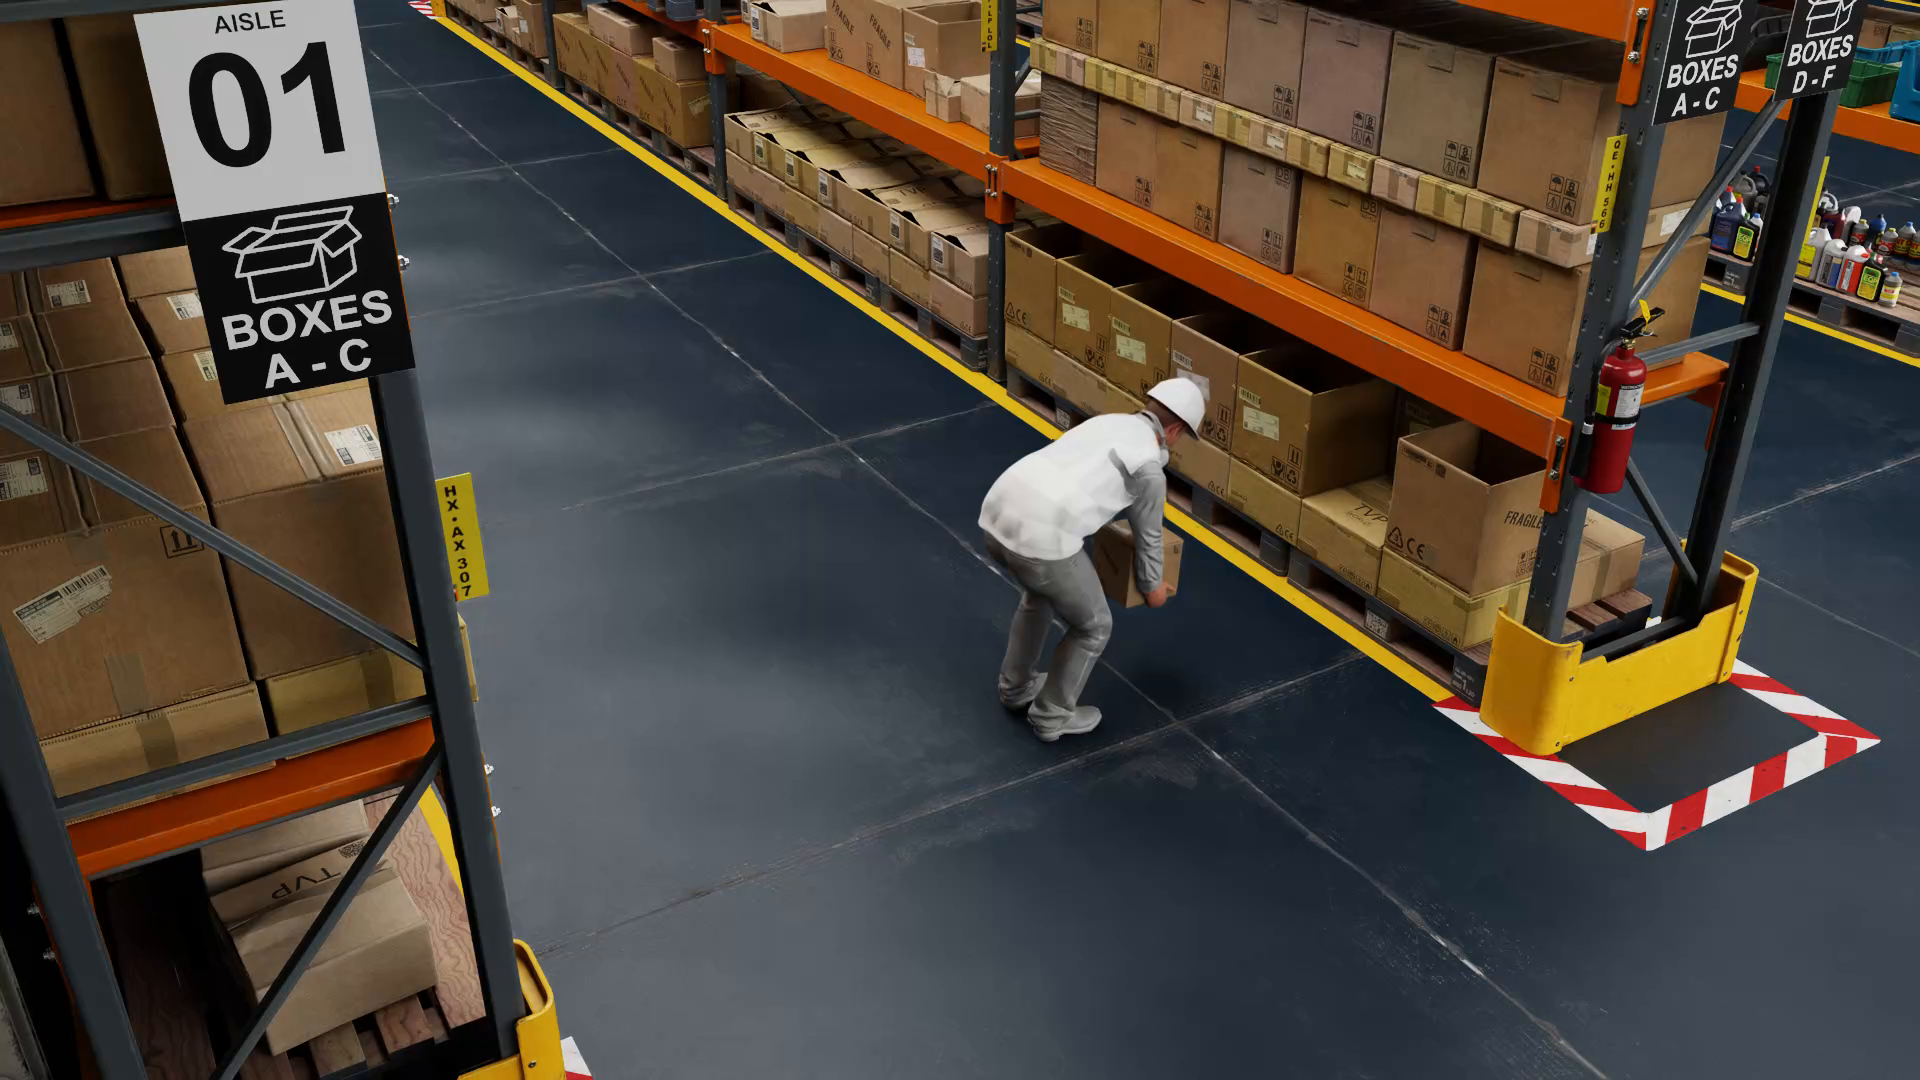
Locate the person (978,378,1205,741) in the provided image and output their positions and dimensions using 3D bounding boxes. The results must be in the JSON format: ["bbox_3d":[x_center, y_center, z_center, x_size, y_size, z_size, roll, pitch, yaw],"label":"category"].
[{"bbox_3d":[0.528,0.060,6.465,0.948,1.316,0.475,-17,33,-28],"label":"person"}]
